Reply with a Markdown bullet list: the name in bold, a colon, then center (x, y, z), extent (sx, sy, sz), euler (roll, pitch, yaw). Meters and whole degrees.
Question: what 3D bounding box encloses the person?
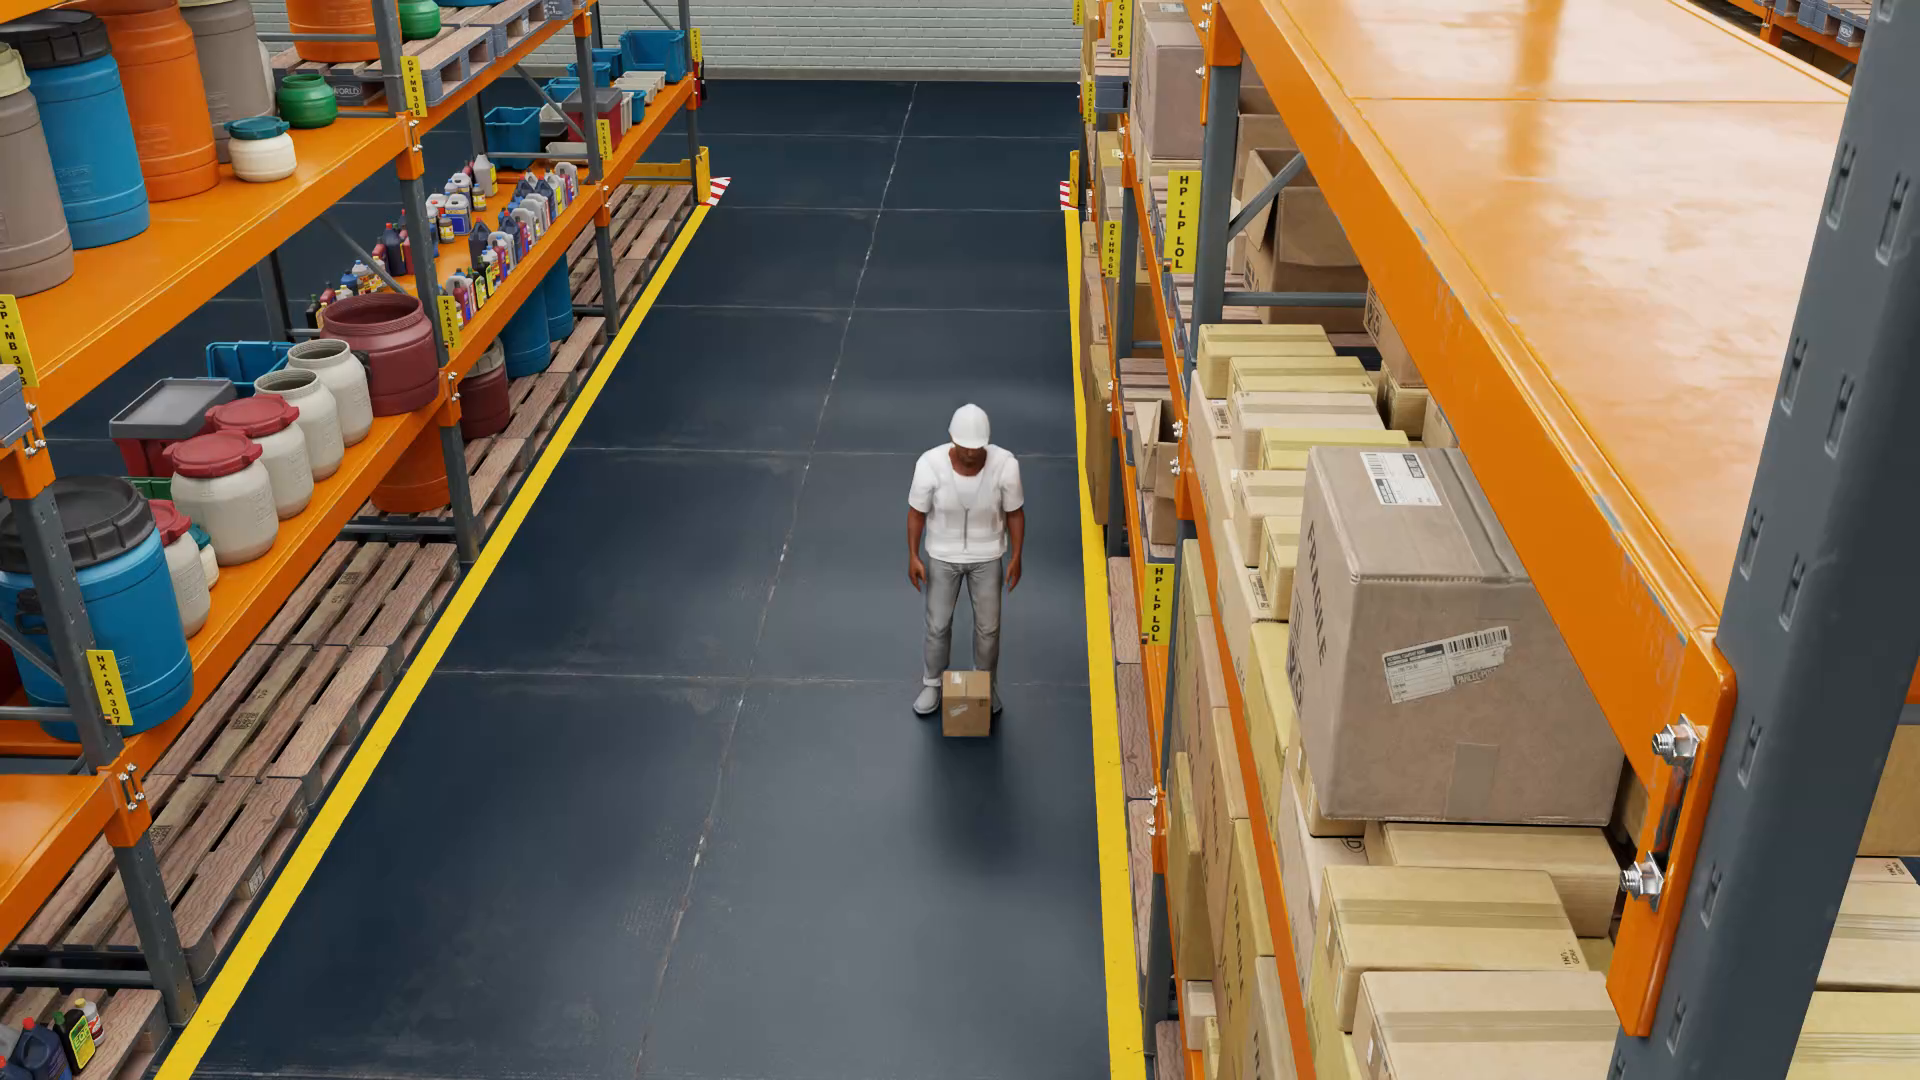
- **person**: center (0.031, 0.093, 8.659), extent (0.611, 1.761, 0.454), euler (0, 28, 0)
